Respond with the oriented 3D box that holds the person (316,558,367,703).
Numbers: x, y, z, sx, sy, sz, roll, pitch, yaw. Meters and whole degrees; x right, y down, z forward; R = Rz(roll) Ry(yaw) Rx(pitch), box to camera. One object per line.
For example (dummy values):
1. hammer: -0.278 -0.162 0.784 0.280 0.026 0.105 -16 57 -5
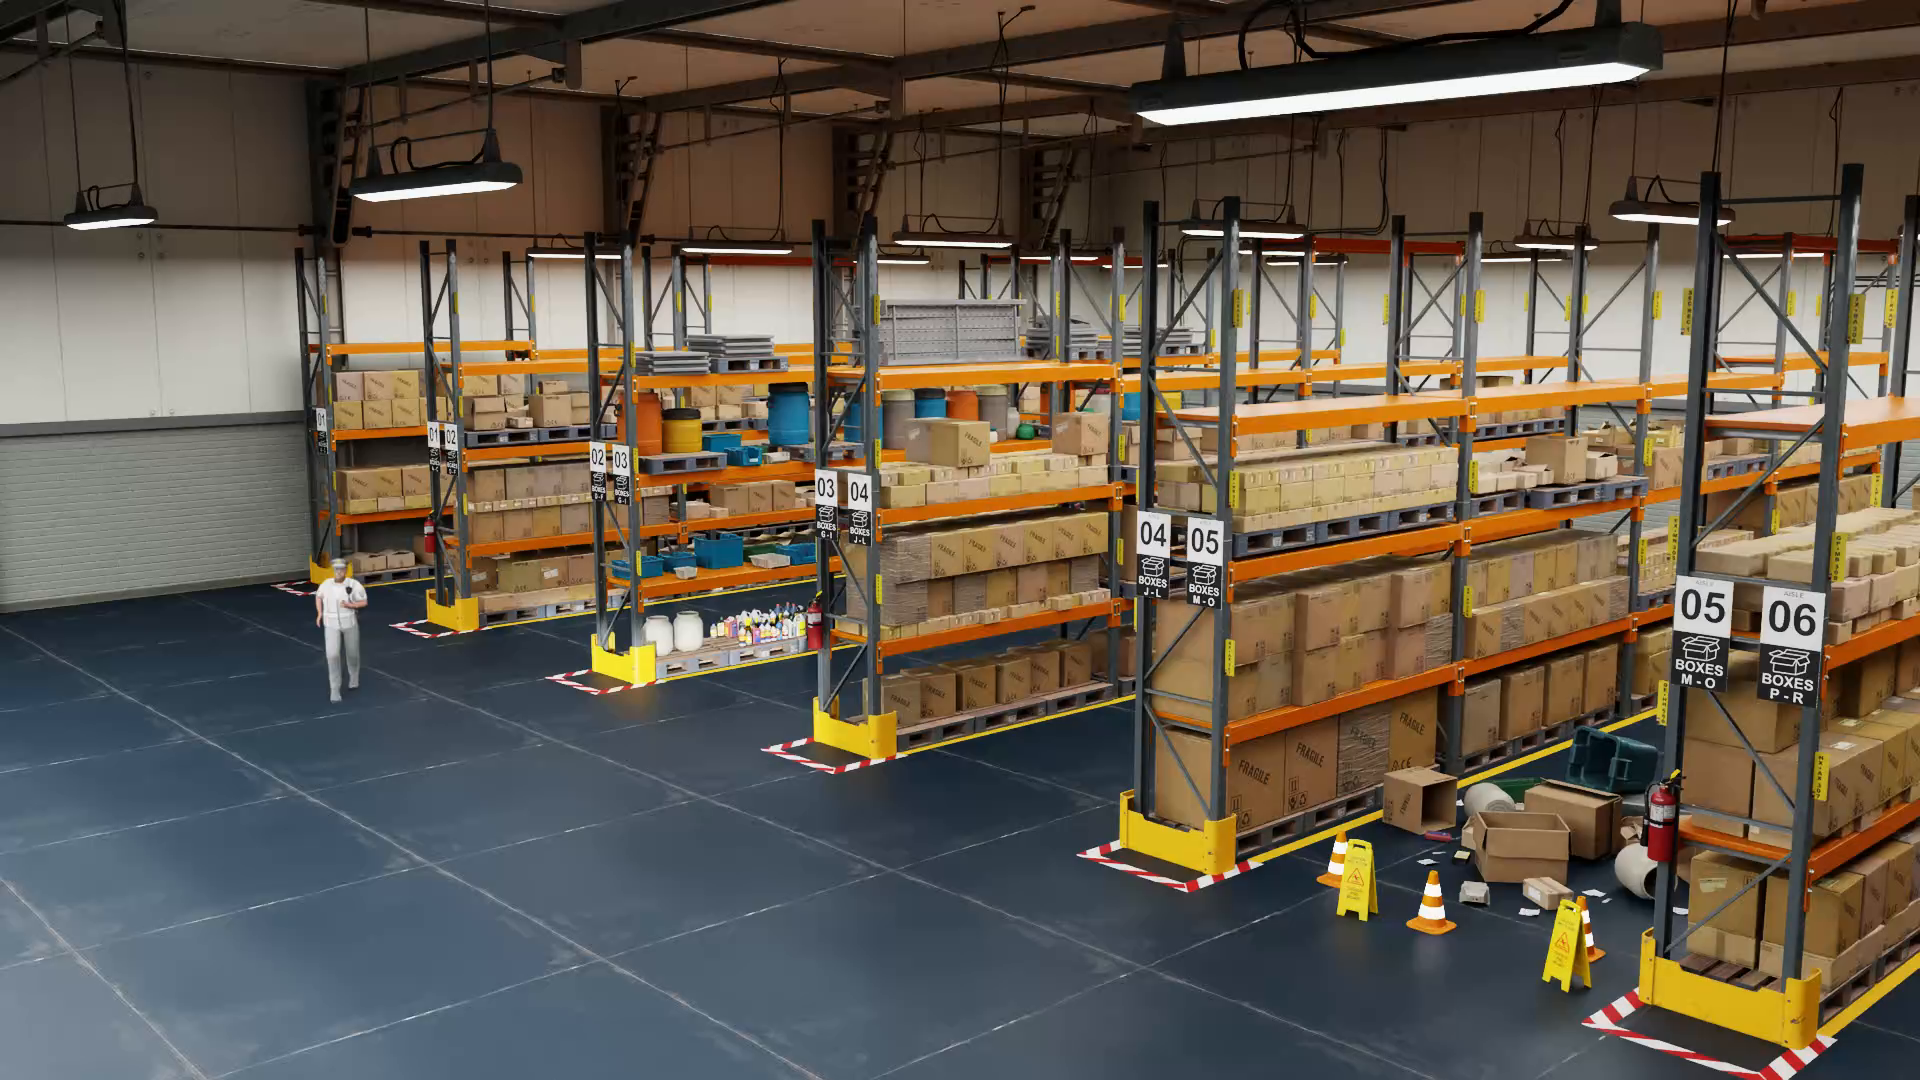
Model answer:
1. person: -8.004 1.132 21.553 0.648 1.826 0.864 -2 9 -16
